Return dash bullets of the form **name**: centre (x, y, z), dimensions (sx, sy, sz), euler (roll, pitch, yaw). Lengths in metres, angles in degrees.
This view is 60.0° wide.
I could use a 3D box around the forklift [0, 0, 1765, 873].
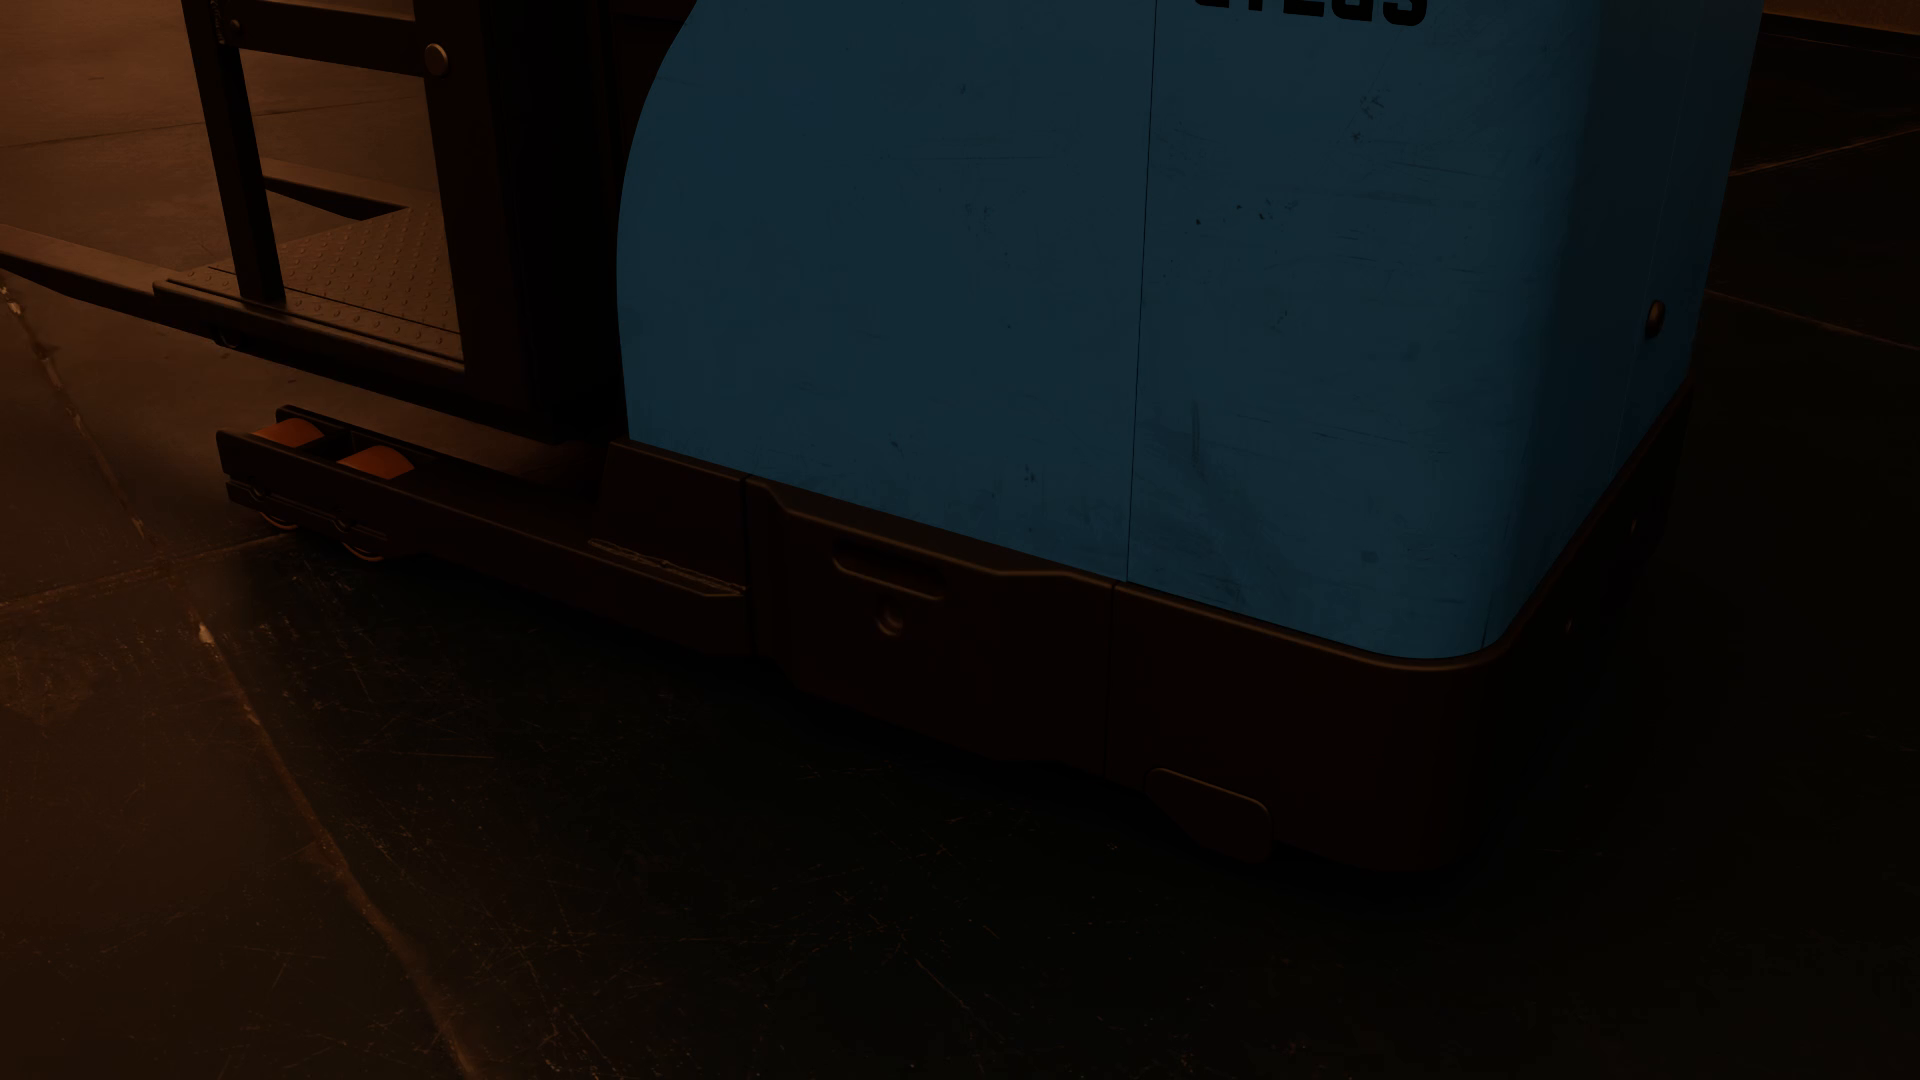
- **forklift**: centre (-0.511, -1.459, 2.139), dimensions (3.031, 2.935, 1.130), euler (16, 31, 29)
